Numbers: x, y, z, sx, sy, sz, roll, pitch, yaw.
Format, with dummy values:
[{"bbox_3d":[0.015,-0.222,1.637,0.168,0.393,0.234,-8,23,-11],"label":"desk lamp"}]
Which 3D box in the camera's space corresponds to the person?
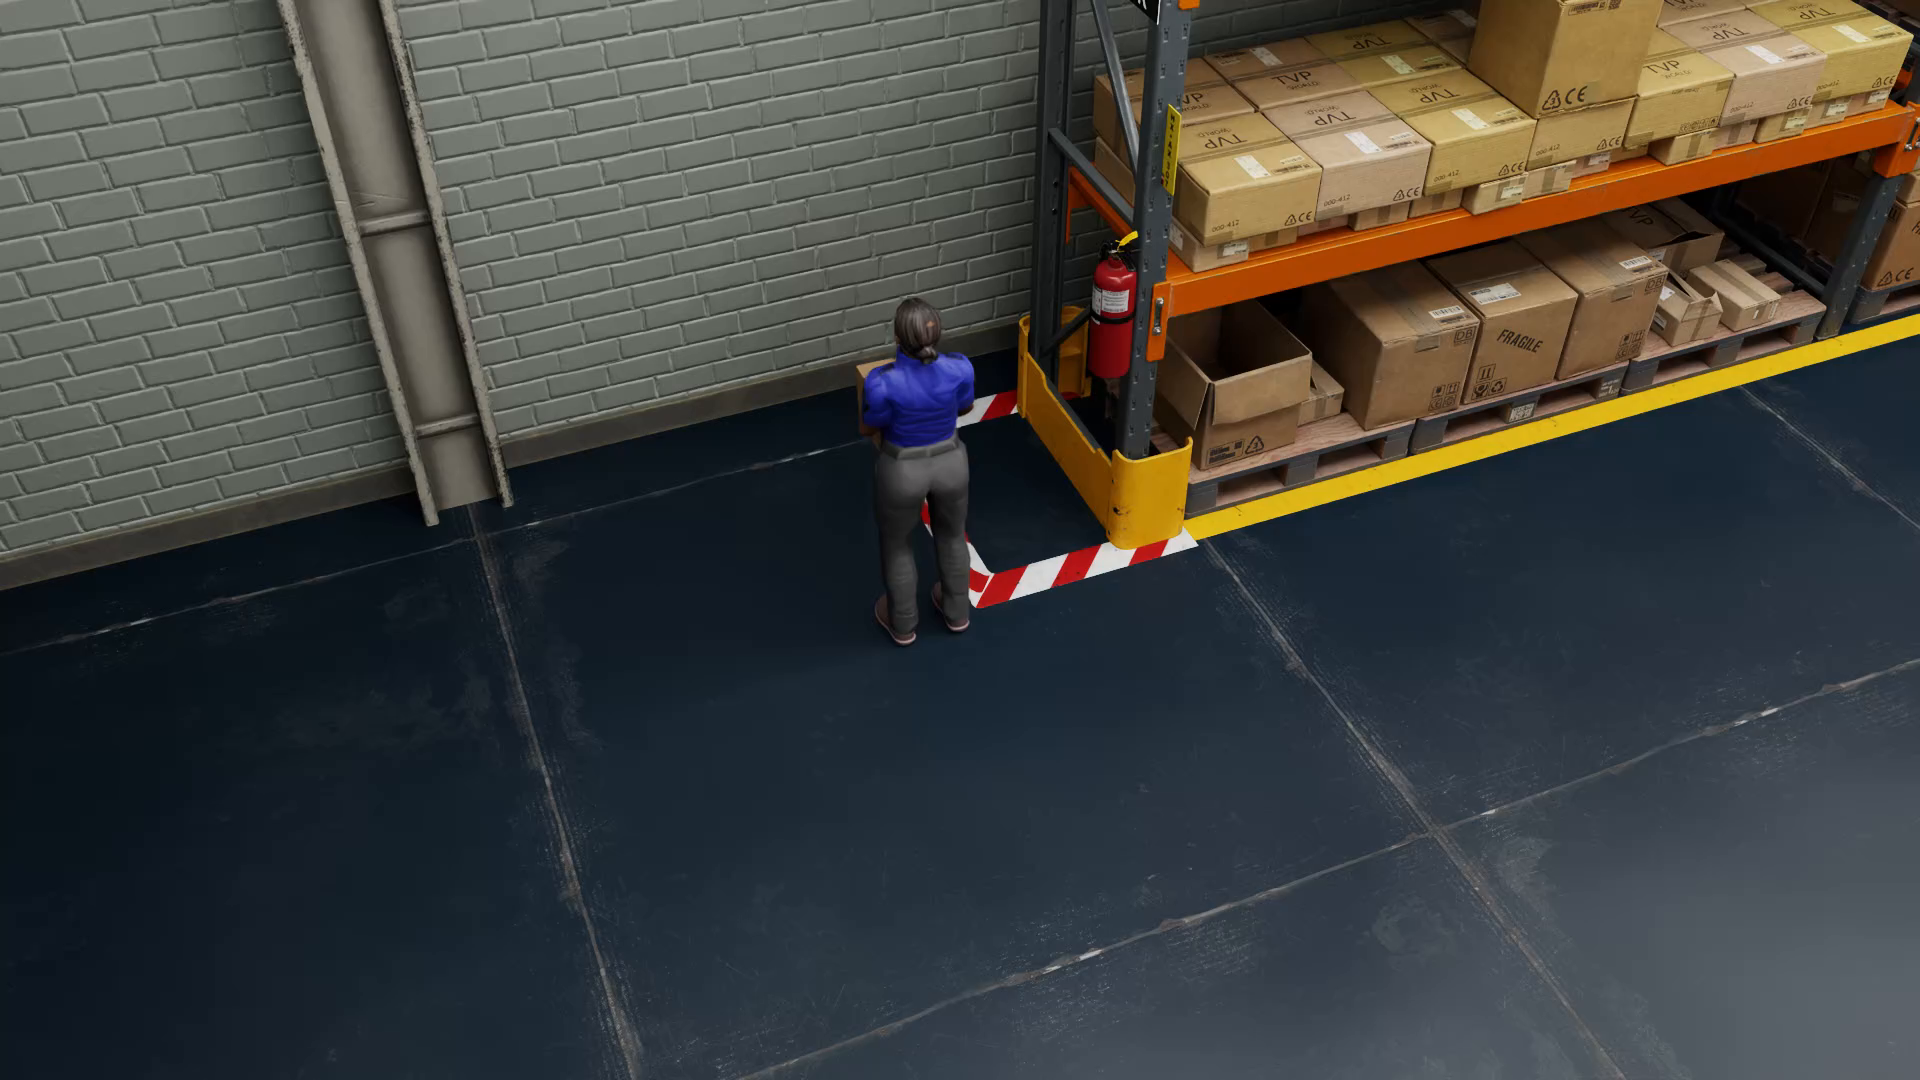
[{"bbox_3d":[-0.179,-0.315,6.516,0.454,1.652,0.511,-12,43,-13],"label":"person"}]
